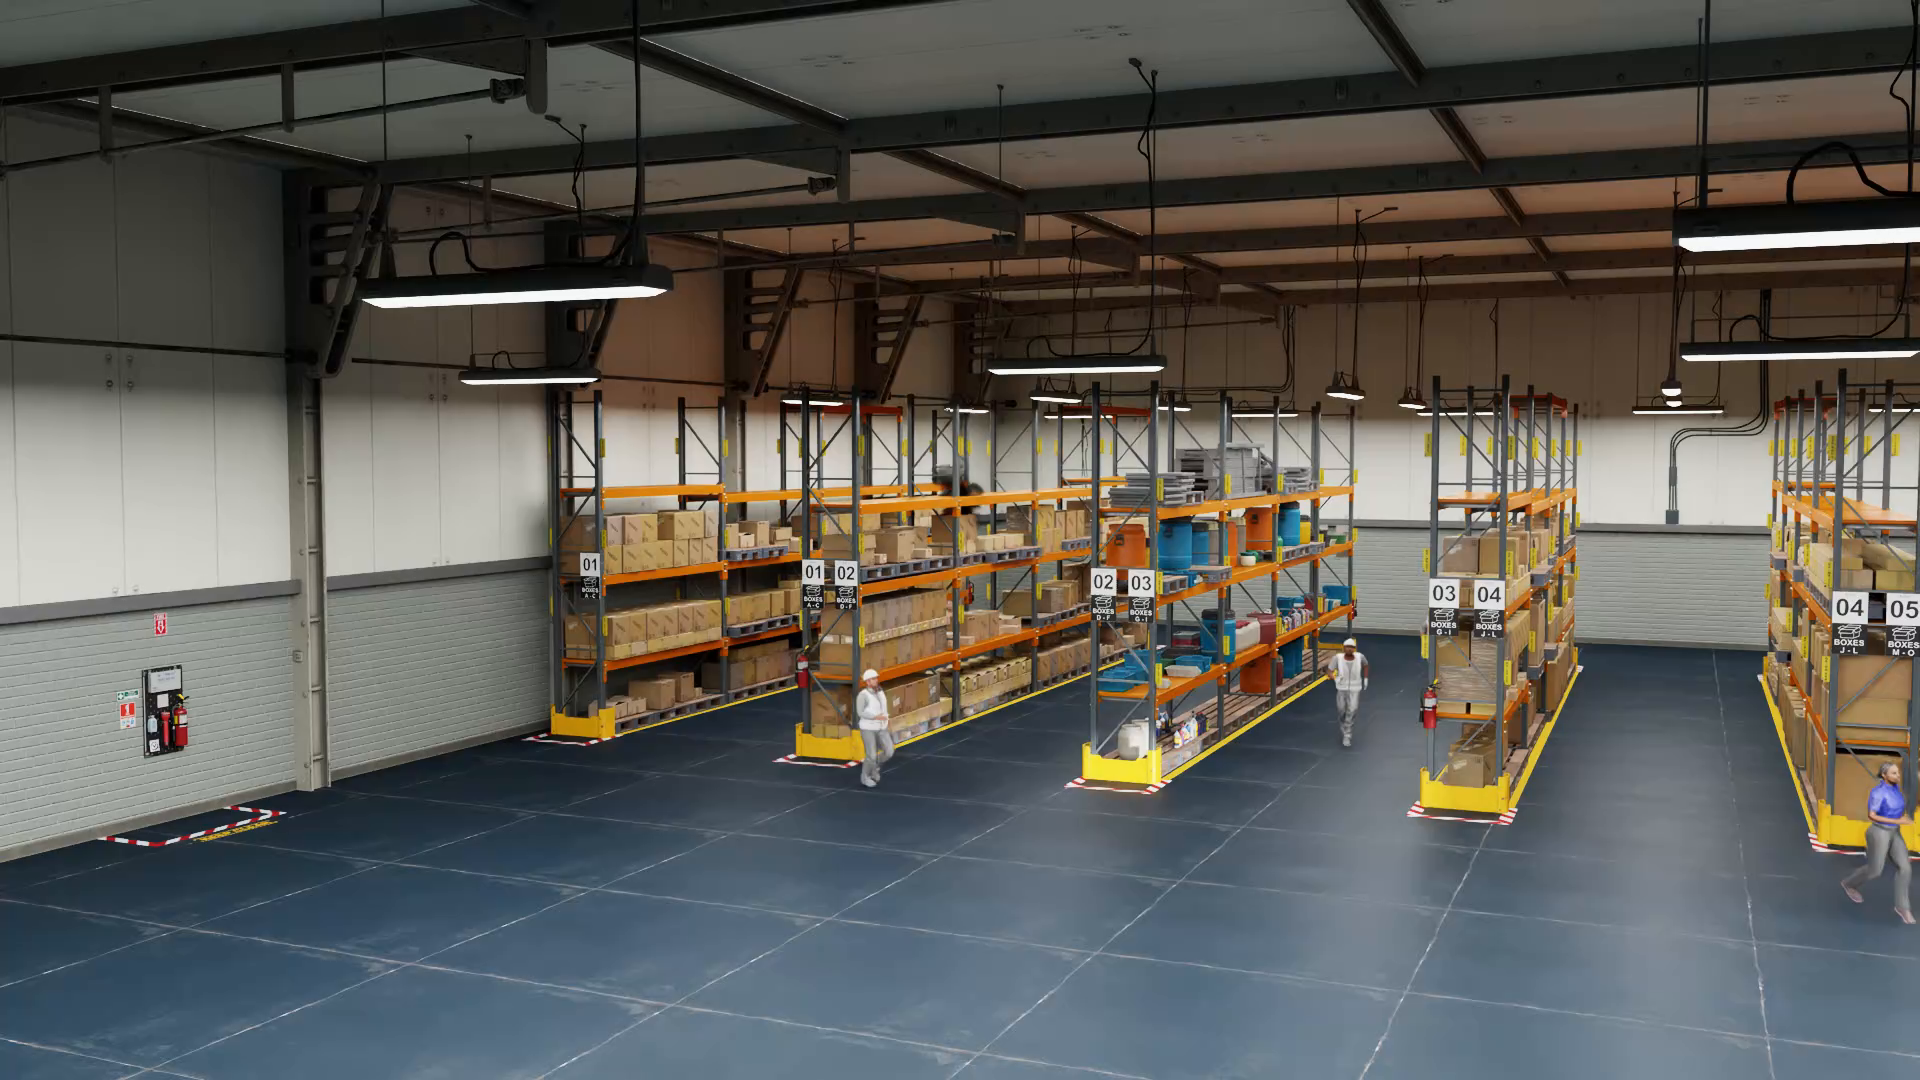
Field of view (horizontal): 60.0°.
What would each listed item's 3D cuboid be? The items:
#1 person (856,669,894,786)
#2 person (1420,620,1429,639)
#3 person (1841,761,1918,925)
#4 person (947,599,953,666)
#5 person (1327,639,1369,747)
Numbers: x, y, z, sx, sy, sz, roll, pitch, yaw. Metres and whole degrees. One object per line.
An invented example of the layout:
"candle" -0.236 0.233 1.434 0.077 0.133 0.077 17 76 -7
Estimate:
"person" -1.231 2.772 24.516 0.643 1.732 0.603 -3 4 -44
"person" 9.821 2.238 34.235 0.707 1.728 0.657 1 3 24
"person" 9.861 3.216 17.804 0.606 1.707 0.863 -2 4 -27
"person" -0.221 2.143 36.459 0.562 1.714 0.728 1 3 17
"person" 6.596 2.551 28.280 0.707 1.773 1.028 1 3 10
